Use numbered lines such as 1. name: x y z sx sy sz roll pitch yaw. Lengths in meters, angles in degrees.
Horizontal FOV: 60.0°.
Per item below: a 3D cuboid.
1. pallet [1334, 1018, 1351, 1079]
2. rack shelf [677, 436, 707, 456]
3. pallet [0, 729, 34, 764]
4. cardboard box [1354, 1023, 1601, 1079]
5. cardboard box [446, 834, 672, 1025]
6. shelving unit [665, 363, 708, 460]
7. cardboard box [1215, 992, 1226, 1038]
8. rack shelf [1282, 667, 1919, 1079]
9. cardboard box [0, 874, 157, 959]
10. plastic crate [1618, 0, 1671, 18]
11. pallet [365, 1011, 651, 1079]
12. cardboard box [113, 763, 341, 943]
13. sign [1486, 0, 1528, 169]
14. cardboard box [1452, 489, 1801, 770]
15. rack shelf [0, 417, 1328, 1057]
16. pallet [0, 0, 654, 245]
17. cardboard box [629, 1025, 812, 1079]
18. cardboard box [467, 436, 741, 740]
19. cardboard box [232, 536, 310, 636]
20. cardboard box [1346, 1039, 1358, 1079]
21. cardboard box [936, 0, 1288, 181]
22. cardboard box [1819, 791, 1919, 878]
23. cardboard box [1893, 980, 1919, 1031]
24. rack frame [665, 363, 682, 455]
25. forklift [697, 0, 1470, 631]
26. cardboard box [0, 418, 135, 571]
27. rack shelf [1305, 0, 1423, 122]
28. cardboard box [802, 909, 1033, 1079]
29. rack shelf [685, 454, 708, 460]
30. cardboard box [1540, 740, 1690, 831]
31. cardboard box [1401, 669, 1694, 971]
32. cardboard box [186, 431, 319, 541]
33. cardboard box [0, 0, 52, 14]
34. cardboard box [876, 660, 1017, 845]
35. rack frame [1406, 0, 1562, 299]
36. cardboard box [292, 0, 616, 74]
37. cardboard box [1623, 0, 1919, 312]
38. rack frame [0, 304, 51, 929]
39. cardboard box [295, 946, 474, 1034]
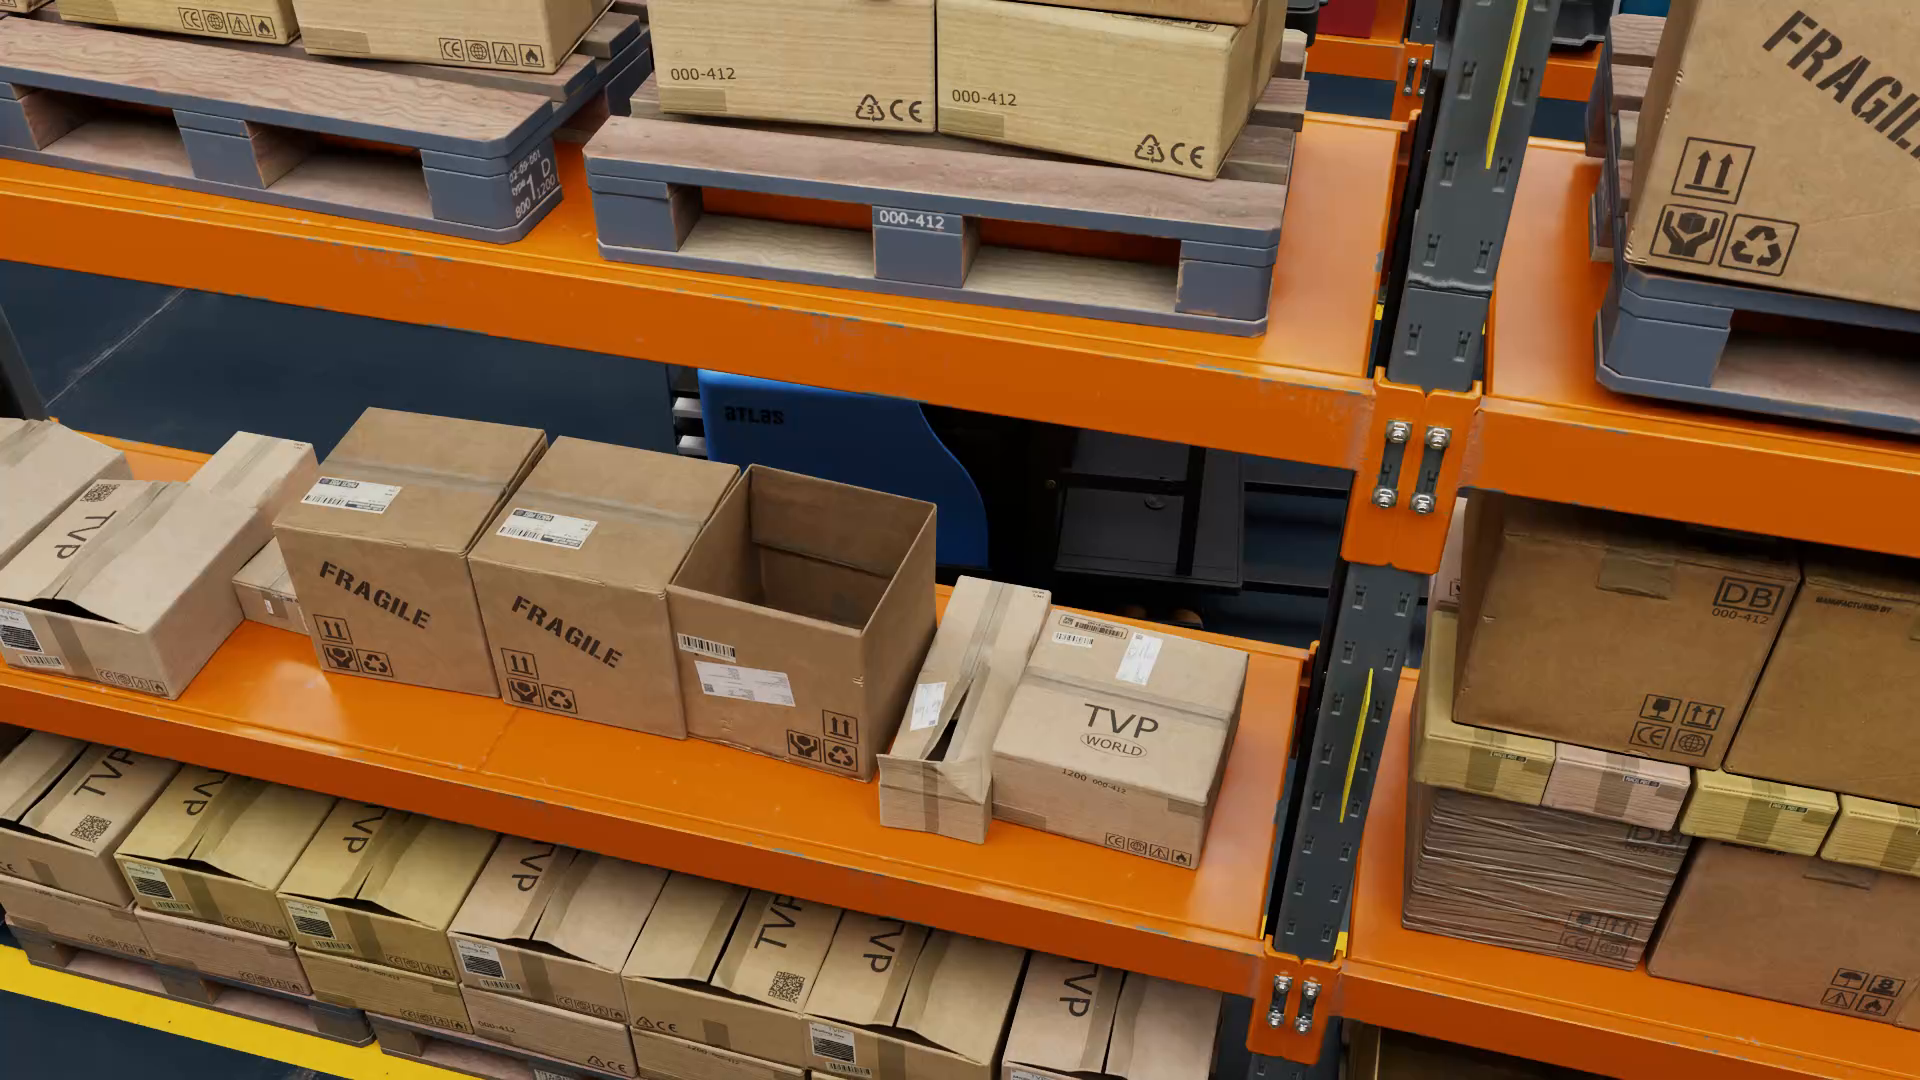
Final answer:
1. pallet: 1.631 1.688 4.576 1.213 0.211 1.003 10 41 11
2. rack shelf: -0.987 -0.406 6.585 0.200 0.077 0.258 5 40 6
3. pallet: -3.702 0.717 5.732 1.213 0.211 1.003 10 41 11
4. cardboard box: 1.240 1.338 4.053 0.500 0.500 0.500 10 41 11
5. cardboard box: -1.062 0.997 4.606 0.500 0.311 0.500 9 41 11
6. shelving unit: -0.987 -0.431 6.564 0.210 0.900 0.258 5 40 6
7. cardboard box: 0.548 1.133 4.880 0.500 0.250 0.500 9 41 10
8. rack shelf: 2.805 1.069 3.704 4.000 0.370 1.077 10 41 11
9. cardboard box: -2.561 0.958 5.088 0.500 0.250 0.500 10 41 11
10. plastic crate: 3.297 -2.543 7.561 0.616 0.251 0.499 10 41 11
11. pallet: -1.031 1.230 5.122 1.213 0.211 1.003 10 41 11
12. cardboard box: -2.051 0.826 4.810 0.500 0.311 0.500 9 41 10
13. sign: 0.743 -0.667 2.233 0.005 0.325 0.100 10 41 11
14. cardboard box: 1.304 -0.004 3.336 0.500 0.500 0.700 10 41 12
15. rack shelf: -1.059 0.405 4.495 4.000 0.370 1.077 10 41 11
16. pallet: -1.231 -1.038 3.469 1.213 0.211 1.003 12 41 13
17. cardboard box: -0.585 1.295 4.687 0.500 0.250 0.500 11 41 12
18. cardboard box: -0.857 0.115 4.203 0.500 0.500 0.500 10 41 11
19. cardboard box: -1.744 0.070 4.530 0.250 0.149 0.380 13 42 15
20. cardboard box: 1.243 1.619 4.301 0.500 0.250 0.500 10 41 11
21. cardboard box: 0.281 -0.899 2.946 0.500 0.250 0.500 14 42 16
22. cardboard box: 1.829 0.466 3.281 0.250 0.149 0.380 9 41 11
23. cardboard box: 2.299 0.663 3.551 0.500 0.500 0.700 10 41 12
24. rack frame: -1.088 -0.440 6.574 0.006 0.900 0.240 5 40 6
25. forklift: 0.621 -1.066 5.740 3.031 2.935 1.130 5 40 6
26. cardboard box: -2.651 -0.082 4.584 0.500 0.311 0.500 12 42 14
27. rack shelf: 0.225 -2.672 8.159 4.000 0.370 1.077 10 41 11
28. cardboard box: -0.096 1.167 4.403 0.500 0.311 0.500 11 41 13
29. rack shelf: -0.987 -0.337 6.643 0.200 0.077 0.258 5 40 6
30. cardboard box: 1.325 0.381 3.381 0.250 0.149 0.380 10 41 12
31. cardboard box: 1.304 0.493 3.753 0.500 0.500 0.700 9 41 10
32. cardboard box: -2.050 -0.129 4.767 0.250 0.149 0.380 10 41 11
33. cardboard box: -2.027 -1.339 3.470 0.500 0.250 0.500 11 41 13
34. cardboard box: -0.023 0.481 3.949 0.258 0.266 0.396 9 41 10
35. rack frame: 0.873 -1.836 1.939 0.127 3.000 1.000 10 41 11
36. cardboard box: -0.958 -1.146 3.240 0.500 0.250 0.500 7 40 8
37. cardboard box: 1.292 -0.692 2.396 0.500 0.500 0.500 13 42 15
38. rack frame: -2.991 -0.203 4.660 0.127 3.000 1.000 10 41 11
39. cardboard box: -1.571 1.124 4.891 0.500 0.250 0.500 9 41 10
